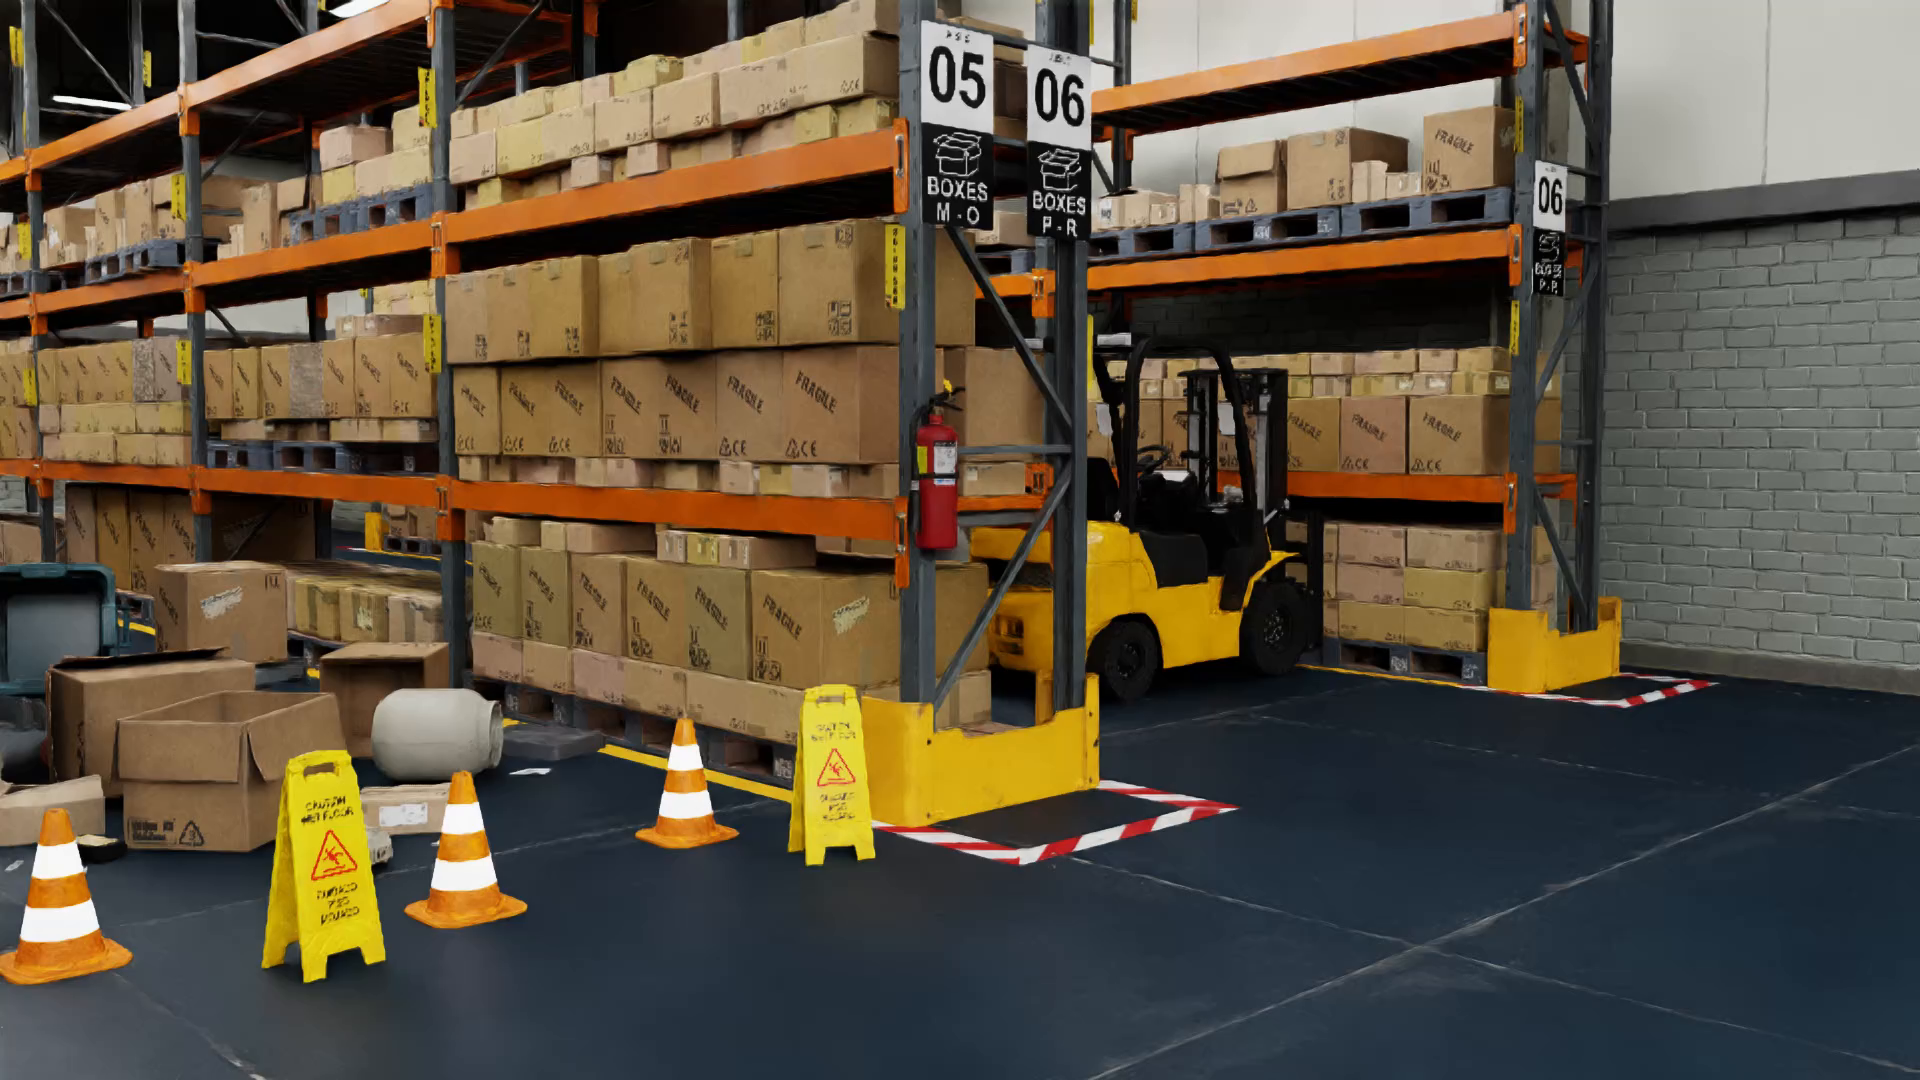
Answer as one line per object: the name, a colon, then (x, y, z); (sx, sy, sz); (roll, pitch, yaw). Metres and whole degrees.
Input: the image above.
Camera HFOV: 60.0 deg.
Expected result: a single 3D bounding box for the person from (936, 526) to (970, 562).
person: (-0.042, -0.048, 11.668); (0.770, 1.784, 0.763); (-1, 4, -12)
